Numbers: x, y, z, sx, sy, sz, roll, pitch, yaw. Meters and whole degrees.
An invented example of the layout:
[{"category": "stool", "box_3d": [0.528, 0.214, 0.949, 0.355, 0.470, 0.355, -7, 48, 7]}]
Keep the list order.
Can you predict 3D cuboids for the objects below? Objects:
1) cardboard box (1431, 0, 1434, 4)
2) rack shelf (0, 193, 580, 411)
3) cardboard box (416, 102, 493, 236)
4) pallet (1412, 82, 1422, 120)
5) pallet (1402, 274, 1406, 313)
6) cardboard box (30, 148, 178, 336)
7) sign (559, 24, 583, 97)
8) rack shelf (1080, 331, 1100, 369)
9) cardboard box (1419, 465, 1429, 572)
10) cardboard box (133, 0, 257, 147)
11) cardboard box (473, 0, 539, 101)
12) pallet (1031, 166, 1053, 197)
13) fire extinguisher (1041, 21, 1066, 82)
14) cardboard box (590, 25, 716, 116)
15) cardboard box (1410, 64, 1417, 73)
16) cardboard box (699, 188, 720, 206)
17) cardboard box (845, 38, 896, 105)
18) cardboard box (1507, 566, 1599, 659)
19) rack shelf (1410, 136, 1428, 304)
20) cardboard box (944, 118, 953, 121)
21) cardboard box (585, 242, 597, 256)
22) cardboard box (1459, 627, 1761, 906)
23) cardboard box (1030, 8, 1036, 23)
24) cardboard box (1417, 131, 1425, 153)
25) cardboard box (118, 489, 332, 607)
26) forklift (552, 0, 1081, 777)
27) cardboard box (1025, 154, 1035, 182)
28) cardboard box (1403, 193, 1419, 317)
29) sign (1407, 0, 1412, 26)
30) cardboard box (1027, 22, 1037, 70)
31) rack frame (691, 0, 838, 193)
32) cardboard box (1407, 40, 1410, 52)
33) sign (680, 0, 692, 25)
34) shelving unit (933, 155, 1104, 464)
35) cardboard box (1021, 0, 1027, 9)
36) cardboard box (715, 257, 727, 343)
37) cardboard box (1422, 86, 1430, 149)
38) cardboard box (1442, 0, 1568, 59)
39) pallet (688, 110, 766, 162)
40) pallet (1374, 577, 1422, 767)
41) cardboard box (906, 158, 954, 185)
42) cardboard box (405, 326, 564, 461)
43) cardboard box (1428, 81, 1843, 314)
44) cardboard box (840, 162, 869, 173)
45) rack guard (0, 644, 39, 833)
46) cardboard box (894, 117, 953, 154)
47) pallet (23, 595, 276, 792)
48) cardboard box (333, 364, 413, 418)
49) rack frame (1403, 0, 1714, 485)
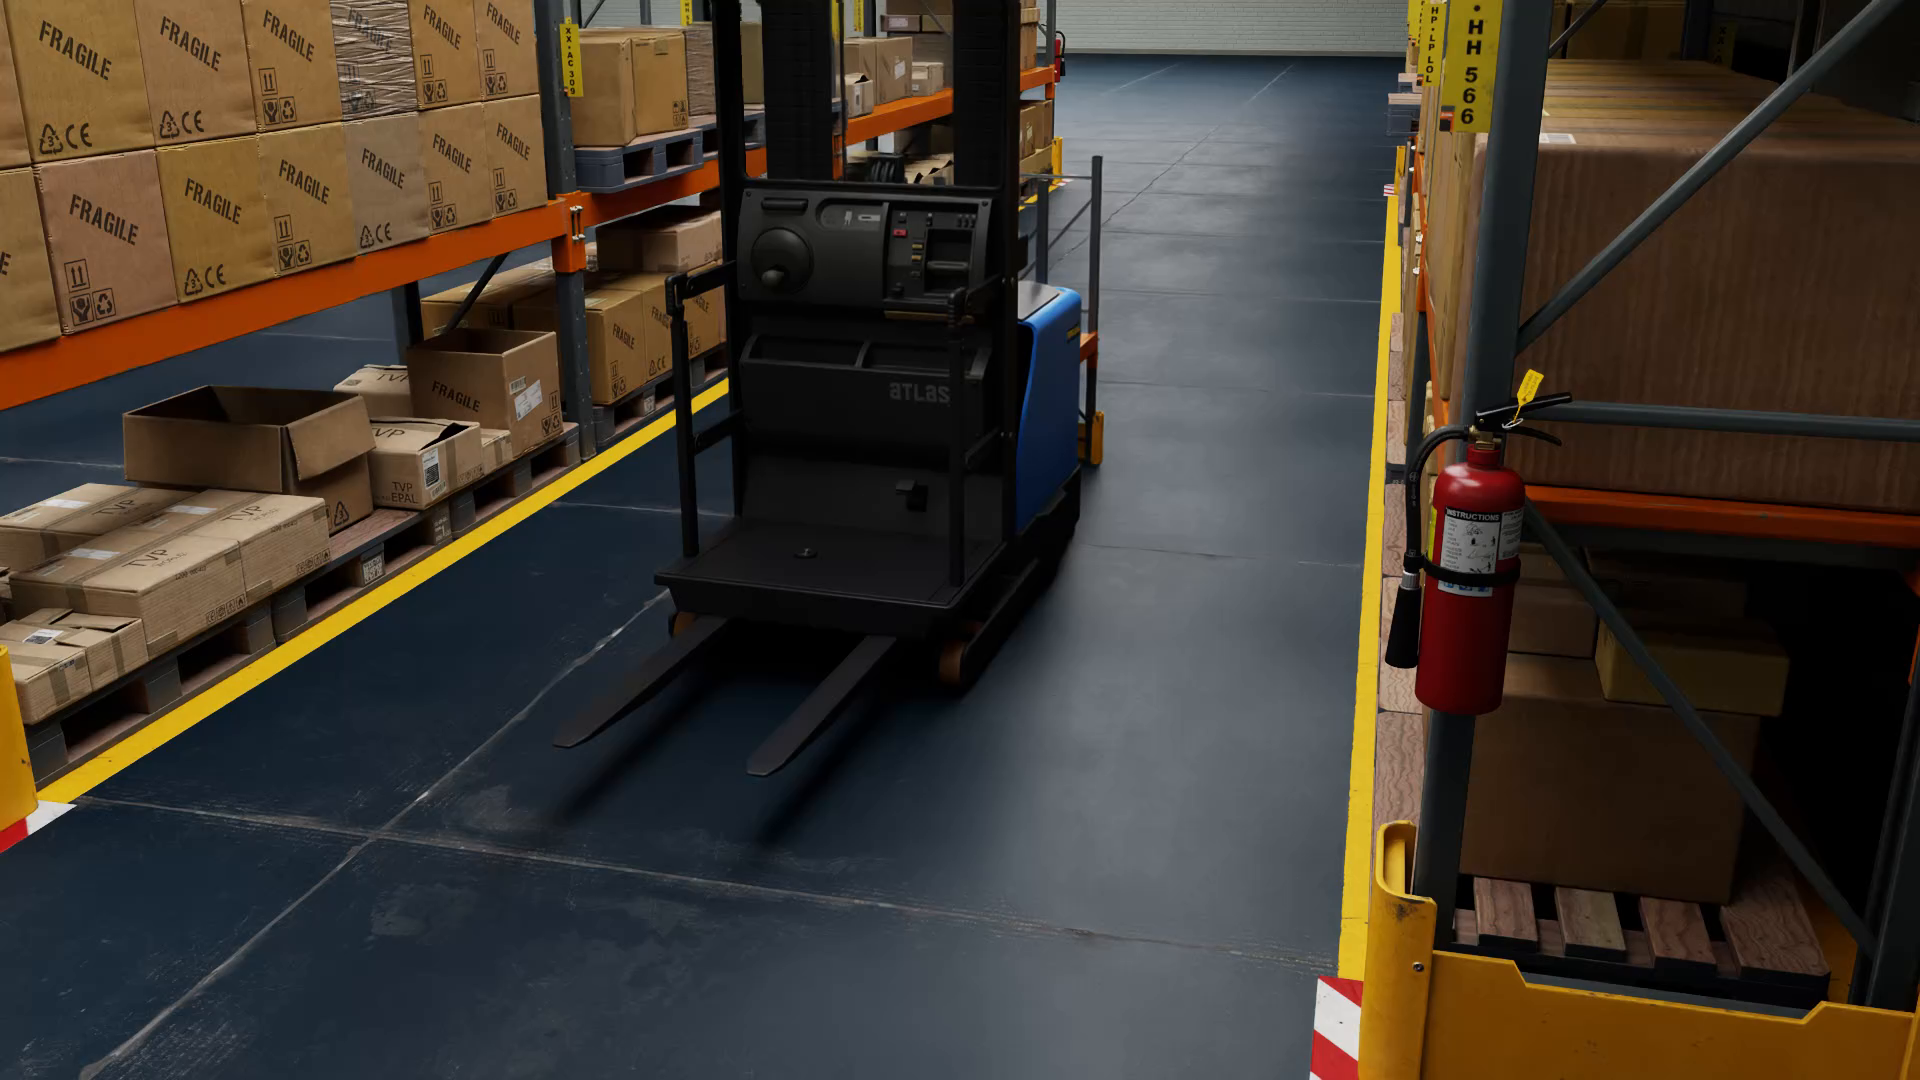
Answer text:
[{"category": "cardboard box", "box_3d": [2.948, -2.991, 9.498, 0.500, 0.250, 0.500, 4, 19, 13]}, {"category": "rack shelf", "box_3d": [-2.831, -0.898, 6.289, 1.077, 0.370, 4.000, 5, 19, 13]}, {"category": "cardboard box", "box_3d": [-2.340, -1.574, 7.001, 0.500, 0.500, 0.500, 5, 20, 15]}, {"category": "pallet", "box_3d": [3.883, -3.262, 12.394, 1.003, 0.211, 1.213, 5, 19, 13]}, {"category": "pallet", "box_3d": [3.632, -1.654, 11.704, 1.003, 0.211, 1.213, 5, 19, 13]}, {"category": "cardboard box", "box_3d": [-2.835, -0.939, 5.142, 0.500, 0.500, 0.500, 4, 19, 13]}, {"category": "sign", "box_3d": [-1.814, -2.235, 7.750, 0.100, 0.325, 0.005, 5, 19, 13]}, {"category": "rack shelf", "box_3d": [0.282, -0.807, 7.786, 0.538, 0.185, 1.000, 6, 20, 16]}, {"category": "cardboard box", "box_3d": [2.054, -0.108, 6.080, 0.700, 0.500, 0.500, 4, 19, 13]}, {"category": "cardboard box", "box_3d": [-2.708, -1.571, 5.446, 0.500, 0.500, 0.500, 5, 19, 14]}, {"category": "cardboard box", "box_3d": [-2.215, -2.207, 7.307, 0.500, 0.500, 0.500, 5, 19, 14]}, {"category": "pallet", "box_3d": [0.443, -4.064, 18.759, 1.003, 0.211, 1.213, 5, 19, 13]}, {"category": "fire extinguisher", "box_3d": [1.069, -5.590, 19.034, 0.296, 0.674, 0.183, 5, 19, 13]}, {"category": "cardboard box", "box_3d": [-1.818, -2.887, 10.196, 0.700, 0.500, 0.500, 9, 21, 24]}, {"category": "cardboard box", "box_3d": [4.239, -4.094, 14.733, 0.500, 0.250, 0.500, 5, 19, 14]}, {"category": "cardboard box", "box_3d": [-1.376, -2.170, 10.925, 0.500, 0.250, 0.500, 5, 20, 15]}, {"category": "cardboard box", "box_3d": [-0.842, -3.859, 13.689, 0.500, 0.500, 0.500, 5, 19, 13]}, {"category": "cardboard box", "box_3d": [1.414, 0.174, 4.253, 0.380, 0.149, 0.250, 4, 19, 13]}, {"category": "rack shelf", "box_3d": [2.951, -1.762, 8.818, 1.077, 0.370, 4.000, 5, 19, 13]}, {"category": "cardboard box", "box_3d": [0.144, -3.903, 16.419, 0.500, 0.500, 0.500, 5, 19, 13]}, {"category": "cardboard box", "box_3d": [-2.126, -1.539, 10.239, 0.500, 0.500, 0.500, 4, 19, 12]}, {"category": "cardboard box", "box_3d": [1.559, 0.535, 4.197, 0.700, 0.500, 0.500, 5, 19, 13]}, {"category": "cardboard box", "box_3d": [0.618, -5.764, 18.264, 0.380, 0.149, 0.250, 5, 20, 15]}, {"category": "cardboard box", "box_3d": [2.917, -2.380, 9.872, 0.380, 0.149, 0.250, 5, 20, 15]}, {"category": "cardboard box", "box_3d": [-2.667, 0.020, 6.062, 0.500, 0.250, 0.500, 5, 19, 13]}, {"category": "forklift", "box_3d": [-0.404, -1.024, 5.651, 1.130, 2.935, 3.031, 6, 20, 16]}, {"category": "cardboard box", "box_3d": [0.514, -4.018, 17.915, 0.500, 0.250, 0.500, 5, 19, 13]}, {"category": "cardboard box", "box_3d": [3.133, -1.690, 10.172, 0.750, 0.750, 0.750, 4, 19, 13]}, {"category": "sign", "box_3d": [4.868, -5.689, 17.863, 0.100, 0.325, 0.005, 5, 19, 13]}, {"category": "cardboard box", "box_3d": [0.463, -5.529, 18.578, 0.700, 0.500, 0.500, 5, 19, 13]}, {"category": "rack frame", "box_3d": [-1.365, -3.119, 11.679, 1.000, 3.000, 0.127, 5, 19, 13]}, {"category": "cardboard box", "box_3d": [4.723, -5.088, 16.485, 0.500, 0.500, 0.500, 4, 19, 12]}, {"category": "sign", "box_3d": [-1.904, -3.710, 11.617, 0.100, 0.325, 0.005, 5, 19, 13]}, {"category": "shelving unit", "box_3d": [0.279, -0.974, 7.720, 0.587, 1.500, 1.083, 6, 20, 16]}, {"category": "cardboard box", "box_3d": [0.327, -5.961, 17.836, 0.700, 0.500, 0.500, 4, 19, 12]}, {"category": "cardboard box", "box_3d": [-1.615, -1.506, 10.142, 0.500, 0.500, 0.500, 4, 19, 11]}, {"category": "cardboard box", "box_3d": [2.694, -2.312, 8.670, 0.500, 0.500, 0.500, 5, 20, 15]}, {"category": "cardboard box", "box_3d": [2.328, -2.194, 7.165, 0.500, 0.250, 0.500, 5, 20, 15]}, {"category": "pallet", "box_3d": [-1.836, -2.418, 9.924, 1.003, 0.211, 1.213, 5, 19, 13]}, {"category": "pallet", "box_3d": [1.904, 0.460, 5.514, 1.003, 0.211, 1.213, 5, 19, 13]}, {"category": "cardboard box", "box_3d": [-0.330, -3.223, 14.719, 0.500, 0.311, 0.500, 5, 20, 15]}, {"category": "cardboard box", "box_3d": [-2.206, -0.690, 7.753, 0.500, 0.500, 0.500, 5, 19, 13]}, {"category": "cardboard box", "box_3d": [1.962, -0.991, 4.985, 0.980, 0.700, 0.700, 4, 19, 11]}, {"category": "cardboard box", "box_3d": [-0.983, -3.107, 14.380, 0.500, 0.311, 0.500, 4, 19, 12]}, {"category": "rack guard", "box_3d": [-3.301, 0.547, 4.812, 1.175, 0.500, 0.348, 5, 19, 13]}, {"category": "cardboard box", "box_3d": [-0.353, -3.944, 16.537, 0.500, 0.500, 0.500, 5, 19, 13]}, {"category": "pallet", "box_3d": [-3.107, 0.434, 5.590, 1.003, 0.211, 1.213, 5, 19, 13]}, {"category": "cardboard box", "box_3d": [-2.655, -0.687, 8.037, 0.500, 0.311, 0.500, 5, 19, 13]}, {"category": "rack frame", "box_3d": [2.462, -1.475, 6.866, 1.000, 3.000, 0.127, 5, 19, 13]}]
